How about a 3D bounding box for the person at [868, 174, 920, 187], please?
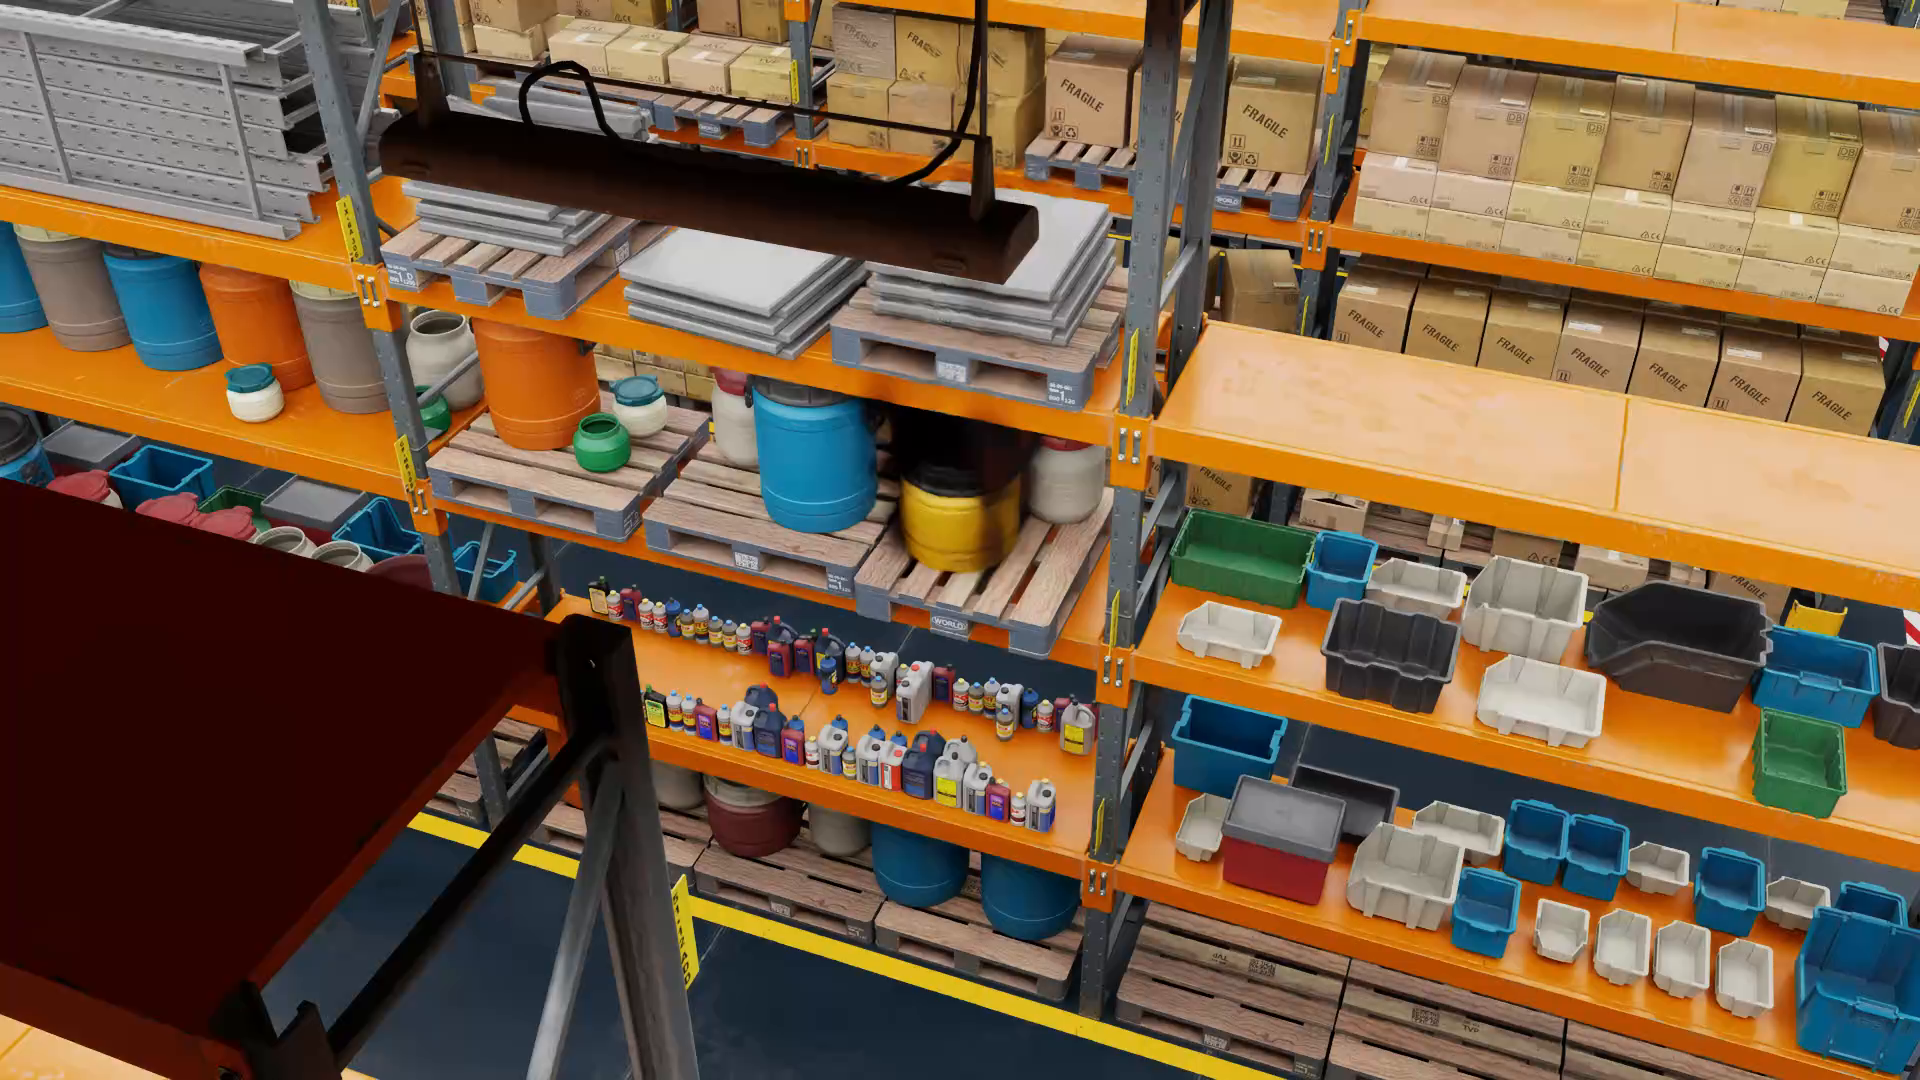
[{"bbox_3d":[-0.547,-3.184,16.191,0.955,1.789,0.658,8,37,11],"label":"person"}]
